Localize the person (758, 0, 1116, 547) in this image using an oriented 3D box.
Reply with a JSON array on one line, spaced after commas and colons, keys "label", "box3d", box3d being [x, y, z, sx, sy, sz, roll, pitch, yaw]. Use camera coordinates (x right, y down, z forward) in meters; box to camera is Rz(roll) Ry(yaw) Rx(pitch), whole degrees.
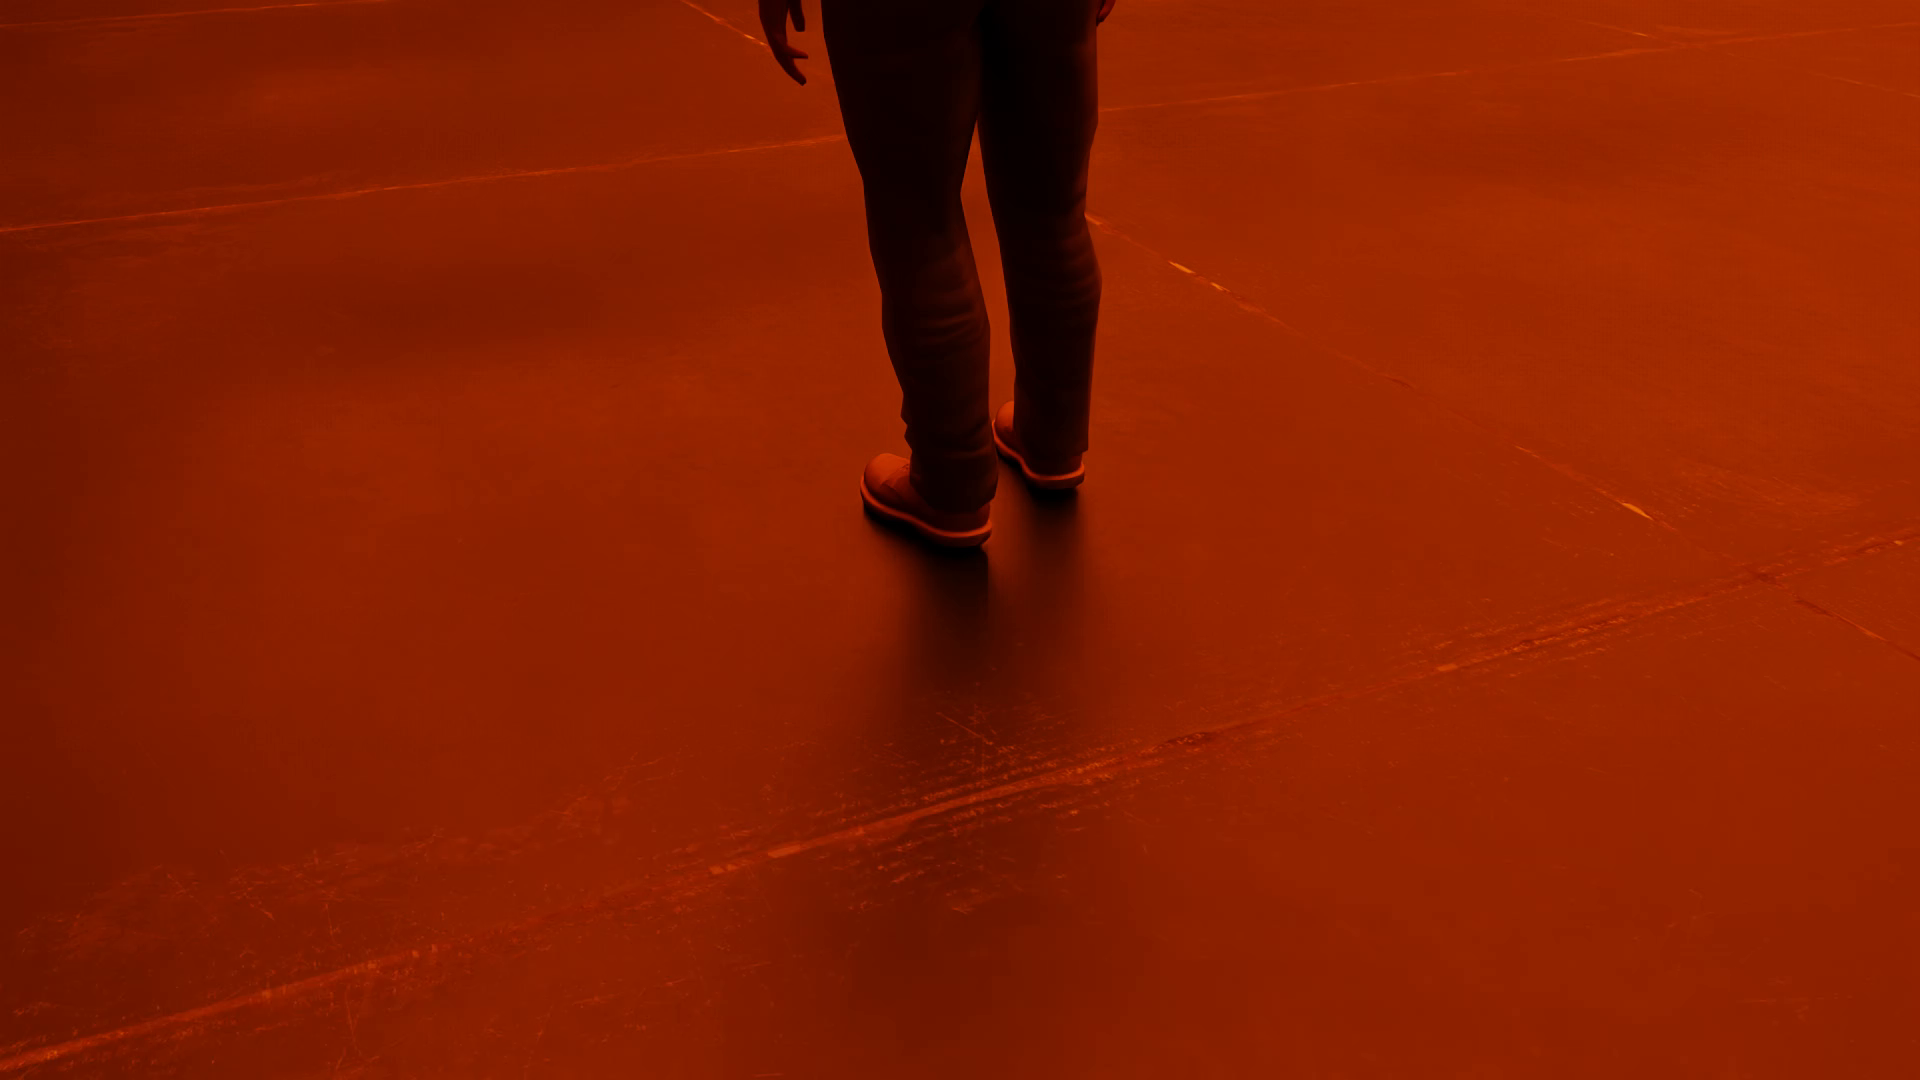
[{"label": "person", "box3d": [-0.019, -0.777, 2.200, 0.569, 1.643, 0.504, -12, 29, -22]}]
